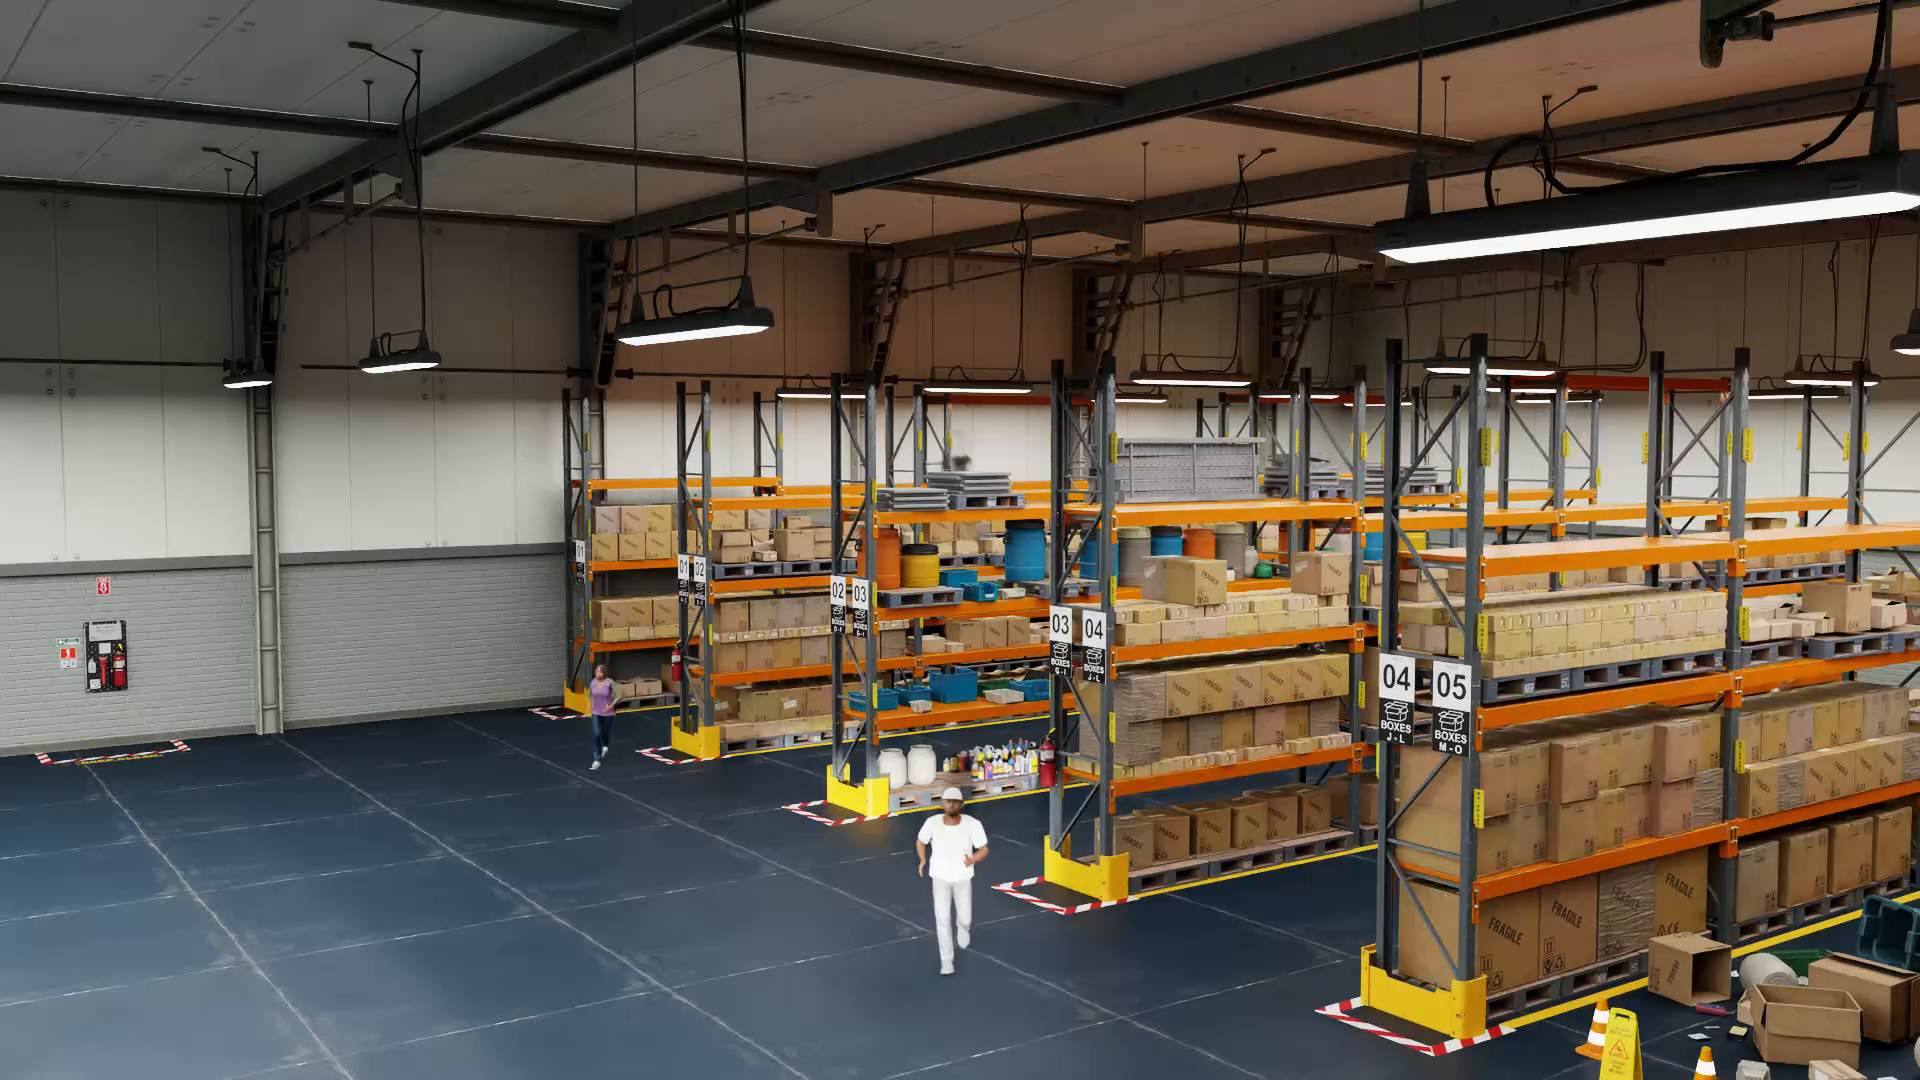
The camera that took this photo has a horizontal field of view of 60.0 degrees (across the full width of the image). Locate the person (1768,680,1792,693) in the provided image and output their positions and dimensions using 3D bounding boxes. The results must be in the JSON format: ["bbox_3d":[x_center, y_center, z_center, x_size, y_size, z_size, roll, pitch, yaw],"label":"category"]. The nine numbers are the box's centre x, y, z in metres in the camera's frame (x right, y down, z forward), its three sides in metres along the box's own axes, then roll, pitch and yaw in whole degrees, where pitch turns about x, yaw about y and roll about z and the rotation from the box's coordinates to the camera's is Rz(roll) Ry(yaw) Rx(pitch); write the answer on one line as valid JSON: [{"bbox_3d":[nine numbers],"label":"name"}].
[{"bbox_3d":[11.935,2.776,23.993,0.838,1.758,0.674,-2,4,-33],"label":"person"}]

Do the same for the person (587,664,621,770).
[{"bbox_3d":[-5.517,2.721,25.810,0.547,1.579,0.775,0,4,1],"label":"person"}]

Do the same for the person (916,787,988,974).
[{"bbox_3d":[-0.082,3.261,16.132,0.714,1.739,0.846,0,4,3],"label":"person"}]
